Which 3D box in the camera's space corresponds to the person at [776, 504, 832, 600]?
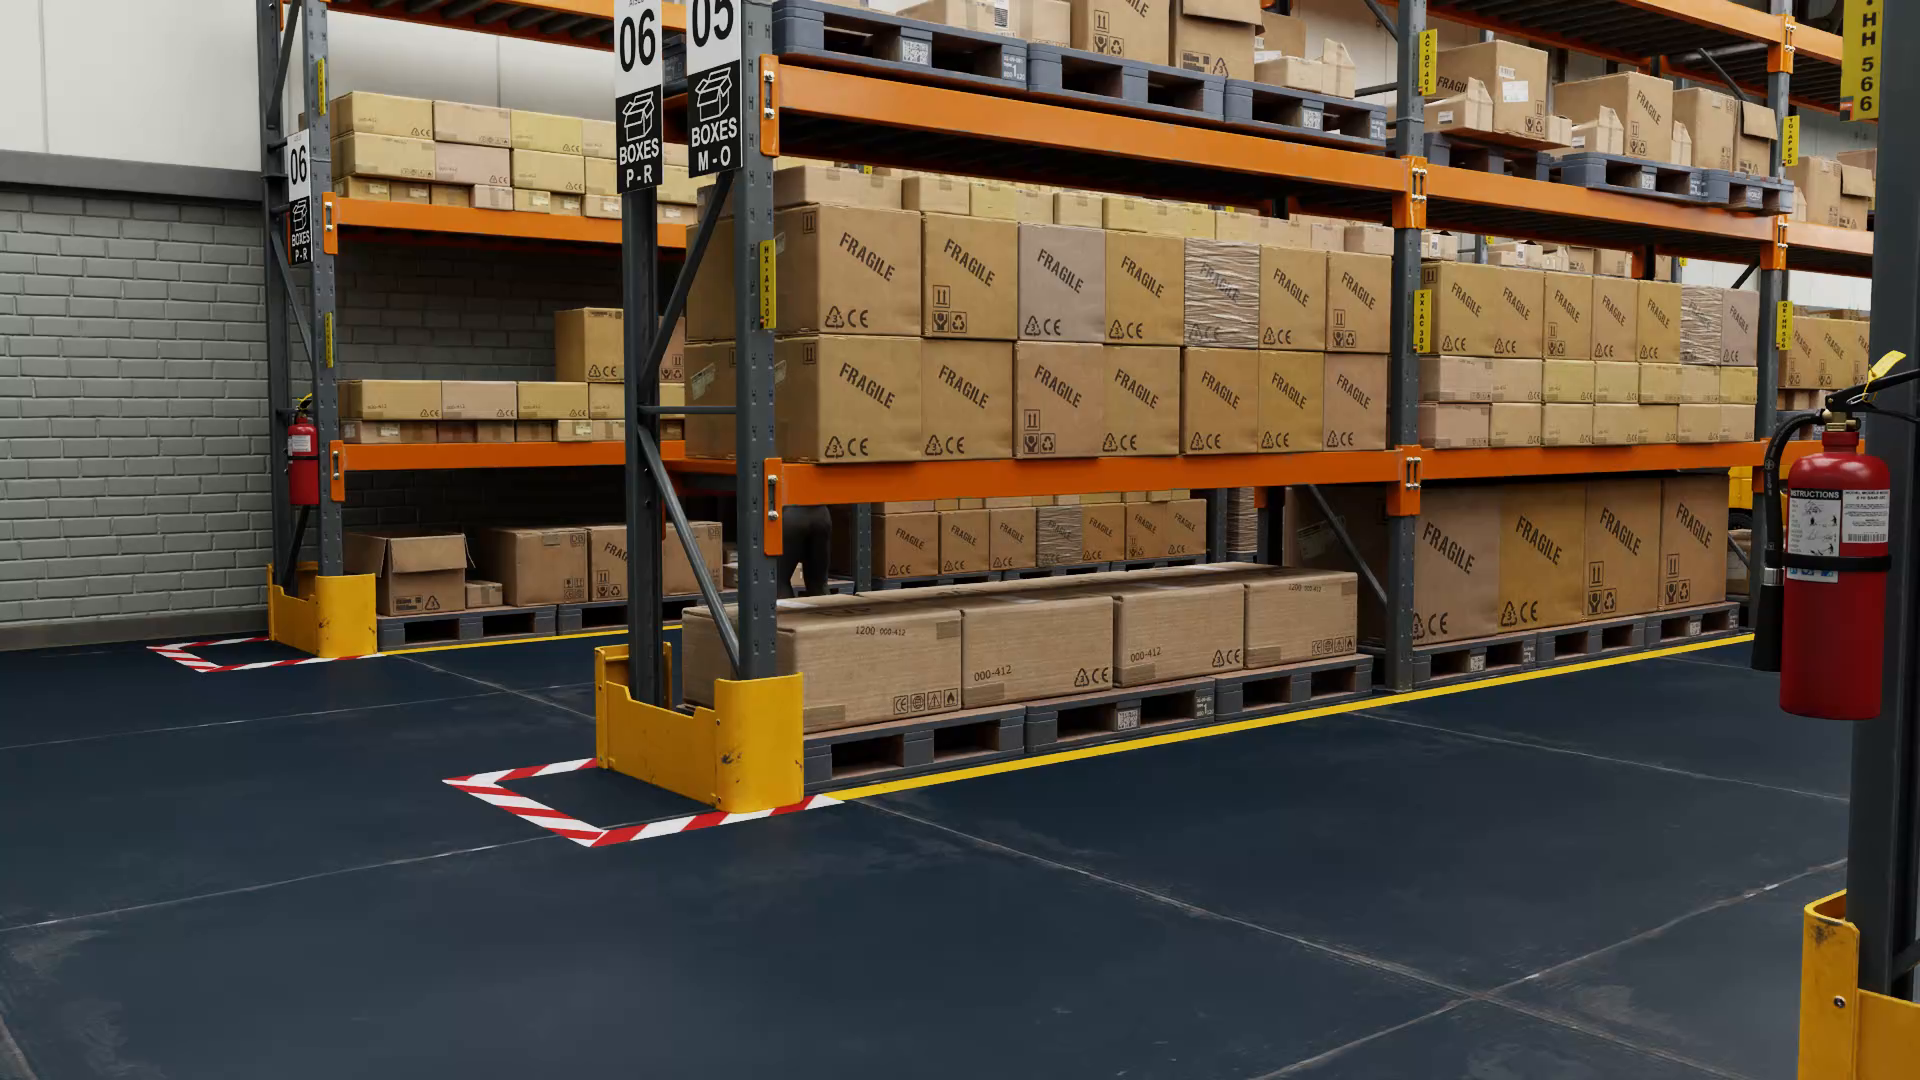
[{"bbox_3d":[-0.977,-0.087,9.914,0.530,1.653,0.403,-4,6,-42],"label":"person"}]
